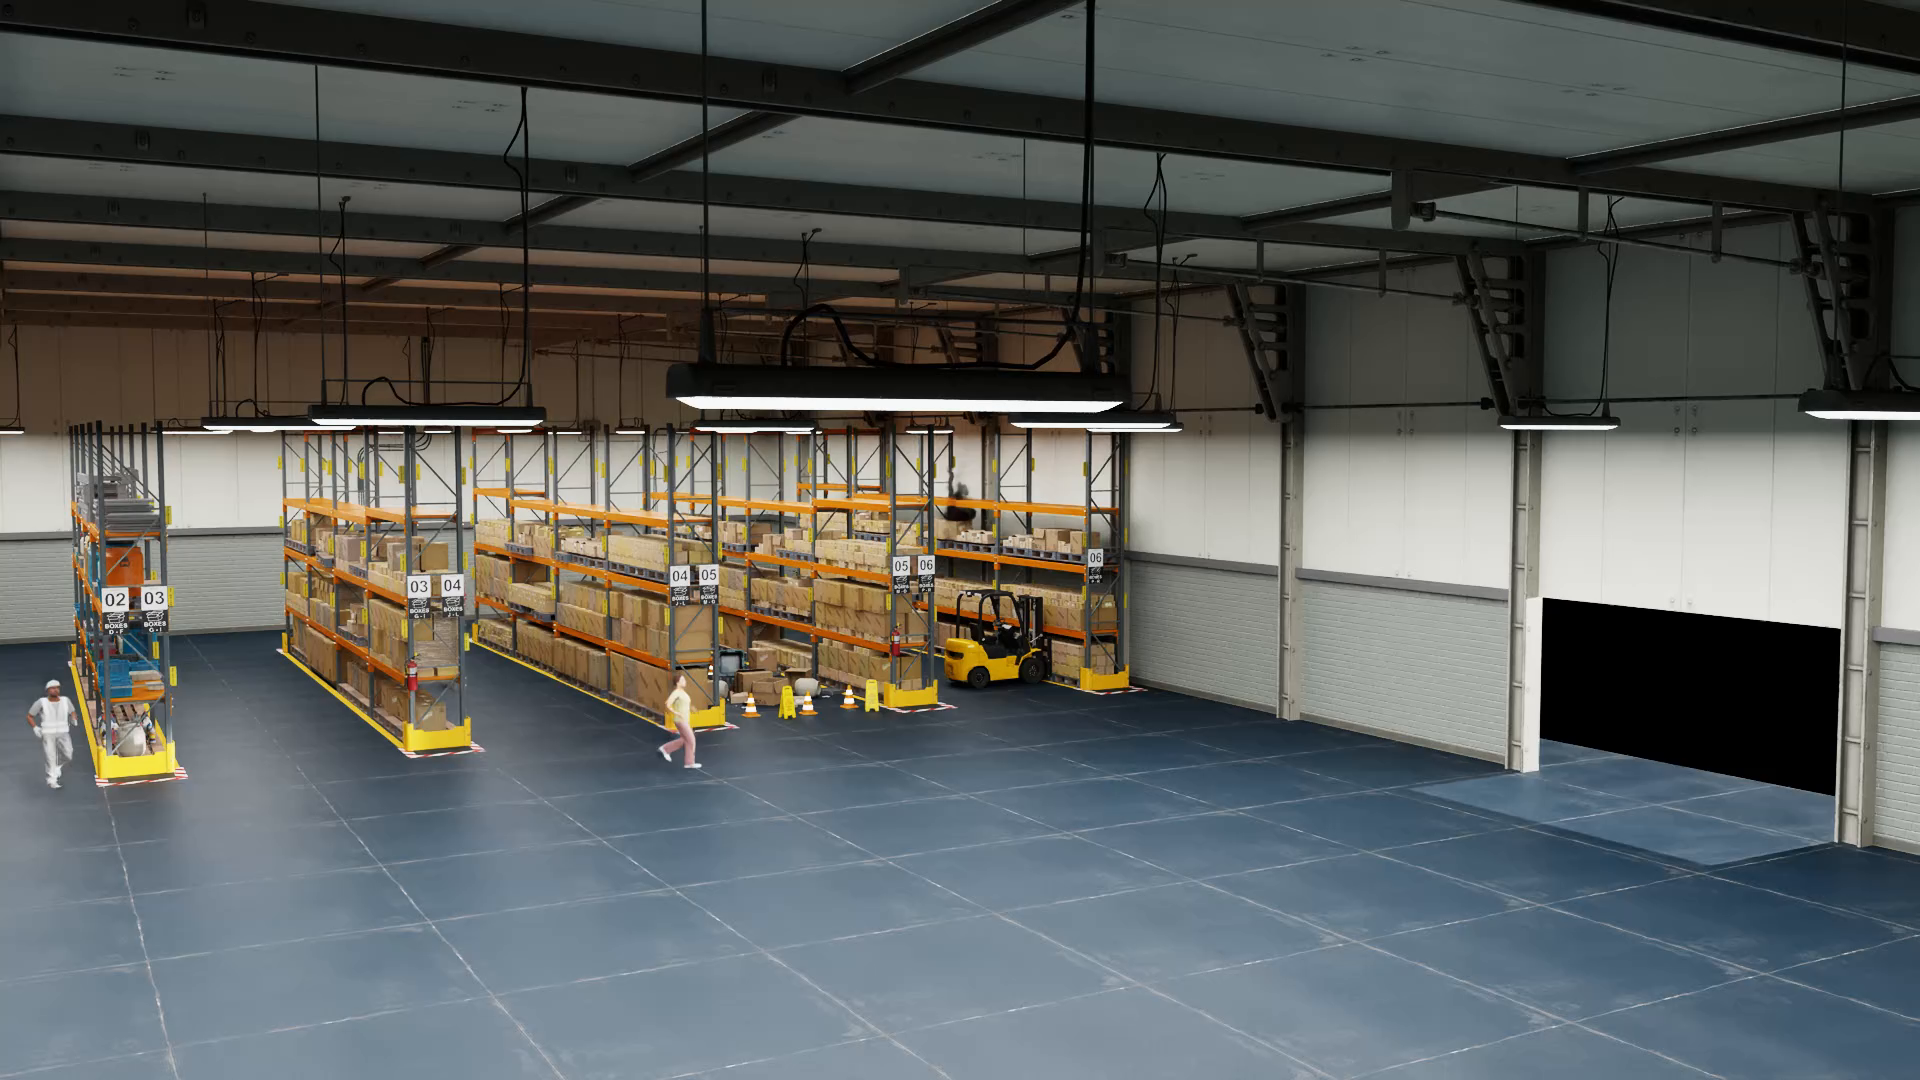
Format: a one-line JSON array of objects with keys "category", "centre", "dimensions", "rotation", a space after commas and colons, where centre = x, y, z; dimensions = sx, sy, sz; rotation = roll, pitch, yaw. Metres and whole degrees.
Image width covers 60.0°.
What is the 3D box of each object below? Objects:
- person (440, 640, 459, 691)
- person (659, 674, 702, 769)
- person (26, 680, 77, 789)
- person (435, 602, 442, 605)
[{"category": "person", "centre": [-11.683, 2.491, 37.870], "dimensions": [0.677, 1.846, 0.865], "rotation": [-2, 4, -29]}, {"category": "person", "centre": [-4.849, 3.128, 28.730], "dimensions": [0.775, 1.631, 0.587], "rotation": [1, 4, 9]}, {"category": "person", "centre": [-14.897, 3.177, 27.328], "dimensions": [0.735, 1.736, 0.706], "rotation": [-3, 5, -44]}, {"category": "person", "centre": [-14.764, 2.017, 46.939], "dimensions": [0.811, 1.658, 0.670], "rotation": [1, 4, 23]}]
